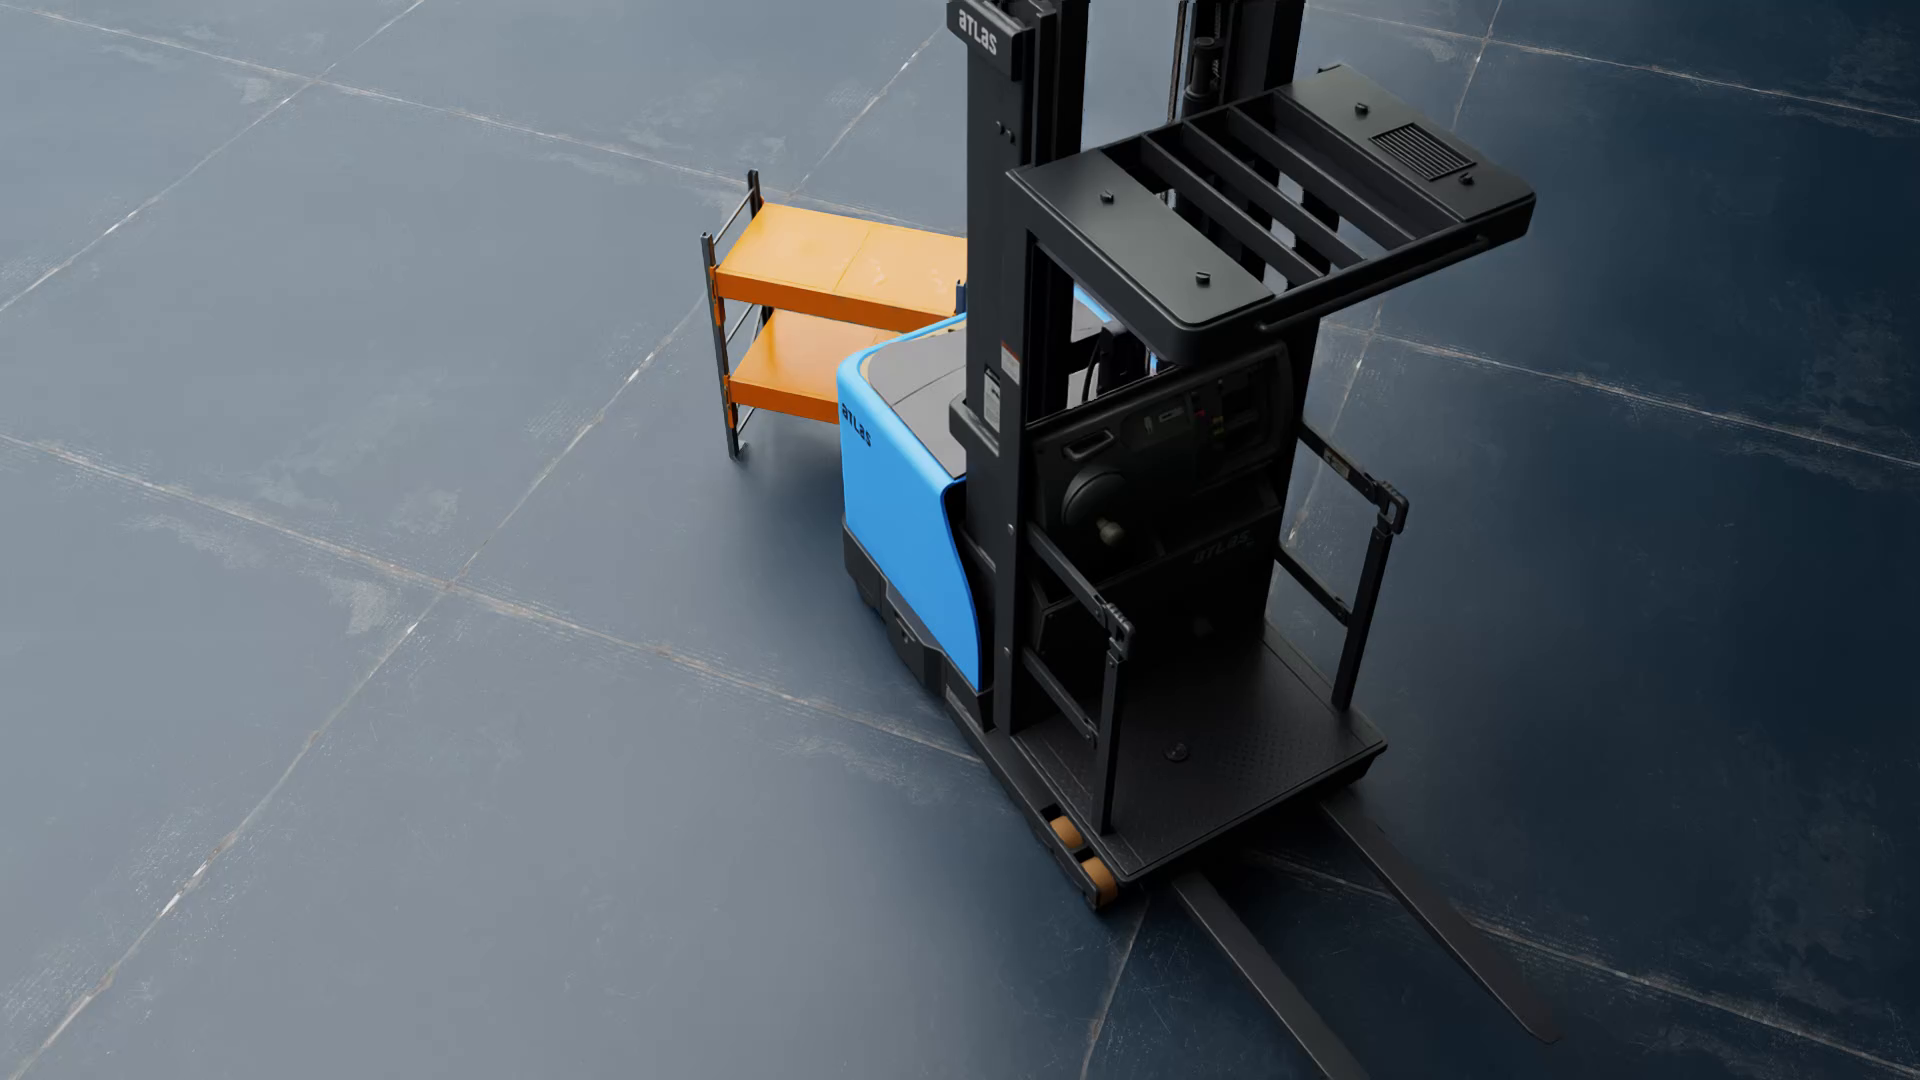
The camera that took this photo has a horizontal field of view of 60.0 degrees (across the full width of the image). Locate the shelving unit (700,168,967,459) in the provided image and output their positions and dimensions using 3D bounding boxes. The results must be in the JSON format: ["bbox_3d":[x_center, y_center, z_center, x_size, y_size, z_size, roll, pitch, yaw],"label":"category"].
[{"bbox_3d":[-0.412,-0.809,6.766,1.048,1.125,0.538,13,46,12],"label":"shelving unit"}]

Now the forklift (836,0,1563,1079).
[{"bbox_3d":[0.734,-0.200,4.873,1.130,2.935,3.031,-23,49,-21],"label":"forklift"}]

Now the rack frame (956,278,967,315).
[{"bbox_3d":[0.073,-0.701,6.657,0.032,1.125,0.500,13,46,12],"label":"rack frame"}]

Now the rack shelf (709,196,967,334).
[{"bbox_3d":[-0.412,-1.017,6.559,1.000,0.278,0.538,13,46,12],"label":"rack shelf"}]

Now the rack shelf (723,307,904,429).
[{"bbox_3d":[-0.412,-0.636,6.938,1.000,0.278,0.538,13,46,12],"label":"rack shelf"}]

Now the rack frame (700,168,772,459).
[{"bbox_3d":[-0.897,-0.917,6.874,0.032,1.125,0.500,13,46,12],"label":"rack frame"}]
